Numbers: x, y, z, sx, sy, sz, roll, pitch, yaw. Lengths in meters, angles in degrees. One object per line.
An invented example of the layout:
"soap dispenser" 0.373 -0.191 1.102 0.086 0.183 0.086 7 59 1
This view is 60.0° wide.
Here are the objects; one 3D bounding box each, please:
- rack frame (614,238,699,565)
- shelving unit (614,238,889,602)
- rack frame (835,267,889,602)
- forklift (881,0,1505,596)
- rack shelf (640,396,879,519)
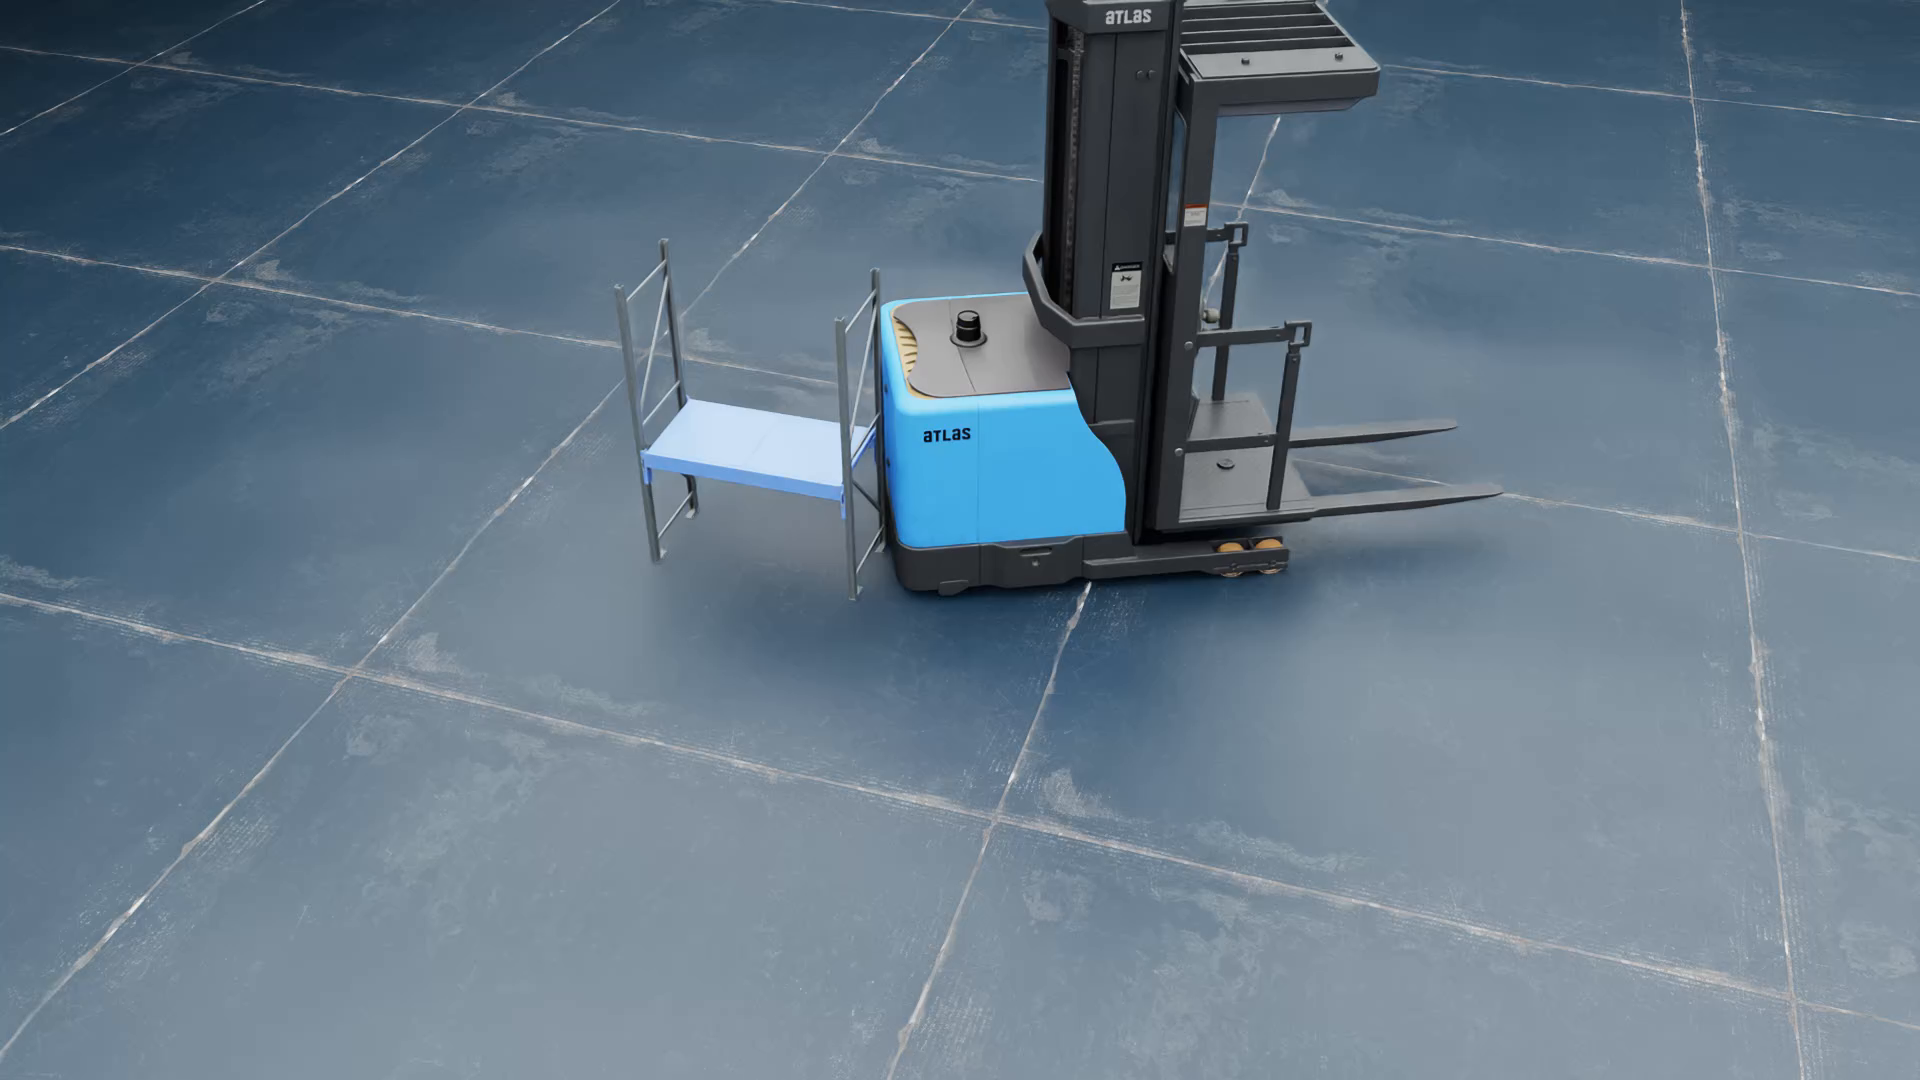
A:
"rack frame" -1.415 -0.629 7.840 0.032 1.500 0.500 10 38 13
"shelving unit" -0.928 -0.543 7.723 1.048 1.500 0.538 10 38 13
"rack frame" -0.440 -0.457 7.606 0.032 1.500 0.500 10 38 13
"forklift" 1.144 -1.308 7.555 3.031 2.935 1.130 -5 37 -6
"rack shelf" -0.928 -0.398 7.829 1.000 0.185 0.538 10 38 13
